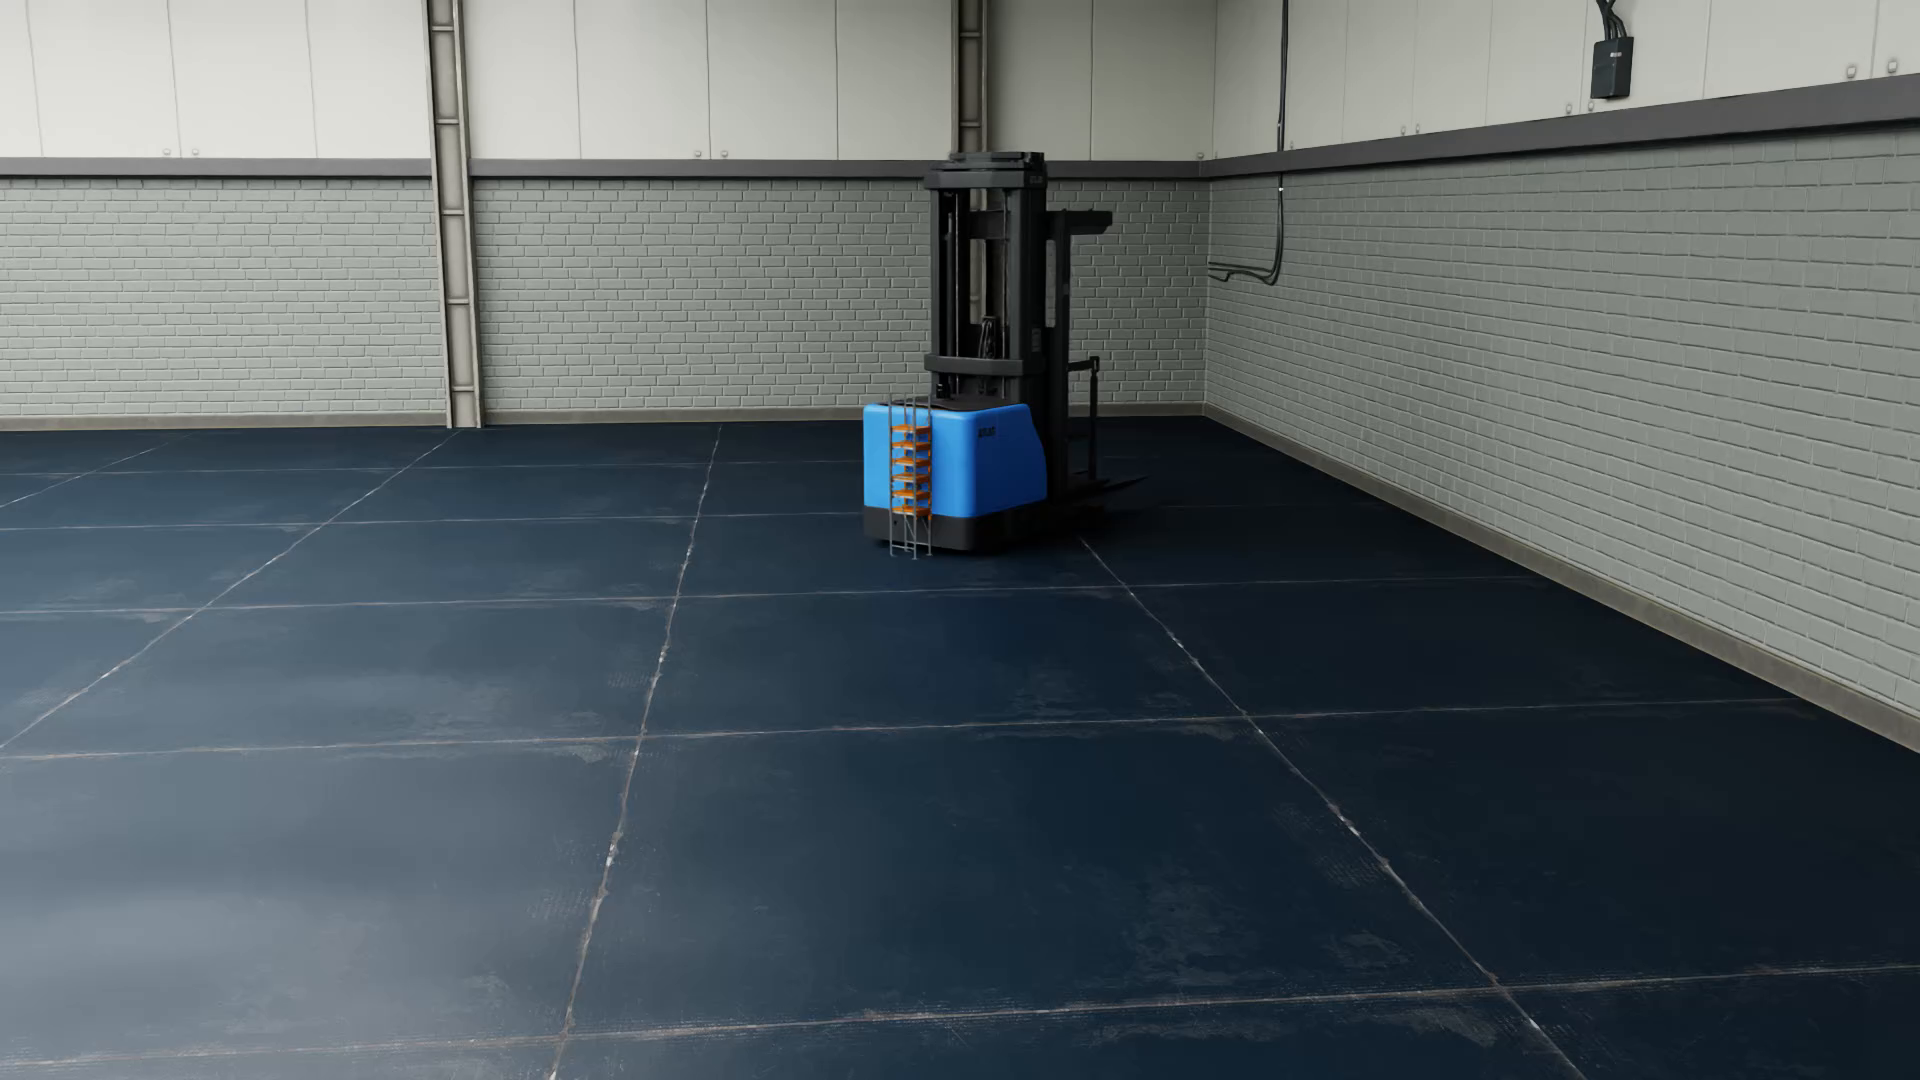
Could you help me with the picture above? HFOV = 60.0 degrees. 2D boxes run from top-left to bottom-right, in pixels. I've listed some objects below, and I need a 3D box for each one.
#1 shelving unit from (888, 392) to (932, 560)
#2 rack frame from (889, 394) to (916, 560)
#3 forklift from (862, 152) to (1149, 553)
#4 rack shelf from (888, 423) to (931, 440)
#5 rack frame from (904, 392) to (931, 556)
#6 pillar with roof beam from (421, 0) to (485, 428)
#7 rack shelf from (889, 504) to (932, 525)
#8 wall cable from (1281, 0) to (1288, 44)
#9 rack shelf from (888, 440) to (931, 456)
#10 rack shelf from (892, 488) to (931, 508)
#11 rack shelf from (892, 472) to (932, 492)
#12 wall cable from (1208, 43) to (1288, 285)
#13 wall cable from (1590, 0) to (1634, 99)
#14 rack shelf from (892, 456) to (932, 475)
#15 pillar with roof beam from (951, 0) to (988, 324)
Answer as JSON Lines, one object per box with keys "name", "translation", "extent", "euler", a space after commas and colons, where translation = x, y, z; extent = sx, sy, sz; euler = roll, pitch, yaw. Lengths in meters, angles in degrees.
{"name": "shelving unit", "translation": [-0.364, -0.469, 12.146], "extent": [0.258, 1.200, 0.189], "euler": [8, 14, 34]}
{"name": "rack frame", "translation": [-0.417, -0.455, 12.072], "extent": [0.240, 1.200, 0.006], "euler": [8, 14, 34]}
{"name": "forklift", "translation": [0.516, -1.580, 13.306], "extent": [1.130, 2.935, 3.031], "euler": [8, 14, 34]}
{"name": "rack shelf", "translation": [-0.364, -0.779, 12.085], "extent": [0.258, 0.103, 0.180], "euler": [8, 14, 34]}
{"name": "rack frame", "translation": [-0.312, -0.484, 12.219], "extent": [0.240, 1.200, 0.006], "euler": [8, 14, 34]}
{"name": "pillar with roof beam", "translation": [-5.392, -4.940, 14.667], "extent": [0.400, 9.000, 9.100], "euler": [-1, 11, -6]}
{"name": "rack shelf", "translation": [-0.364, -0.190, 12.201], "extent": [0.258, 0.103, 0.180], "euler": [8, 14, 34]}
{"name": "wall cable", "translation": [3.472, -6.134, 15.698], "extent": [0.112, 2.526, 3.097], "euler": [-1, 11, -6]}
{"name": "rack shelf", "translation": [-0.364, -0.661, 12.108], "extent": [0.258, 0.103, 0.180], "euler": [8, 14, 34]}
{"name": "rack shelf", "translation": [-0.364, -0.308, 12.177], "extent": [0.258, 0.103, 0.180], "euler": [8, 14, 34]}
{"name": "rack shelf", "translation": [-0.364, -0.426, 12.154], "extent": [0.258, 0.103, 0.180], "euler": [8, 14, 34]}
{"name": "wall cable", "translation": [3.180, -4.175, 18.824], "extent": [0.112, 2.526, 3.097], "euler": [-1, 11, -6]}
{"name": "wall cable", "translation": [4.189, -5.546, 8.934], "extent": [0.169, 6.003, 2.305], "euler": [-1, 11, -6]}
{"name": "rack shelf", "translation": [-0.364, -0.544, 12.131], "extent": [0.258, 0.103, 0.180], "euler": [8, 14, 34]}
{"name": "pillar with roof beam", "translation": [0.573, -5.065, 15.303], "extent": [0.400, 9.000, 9.100], "euler": [-1, 11, -6]}
